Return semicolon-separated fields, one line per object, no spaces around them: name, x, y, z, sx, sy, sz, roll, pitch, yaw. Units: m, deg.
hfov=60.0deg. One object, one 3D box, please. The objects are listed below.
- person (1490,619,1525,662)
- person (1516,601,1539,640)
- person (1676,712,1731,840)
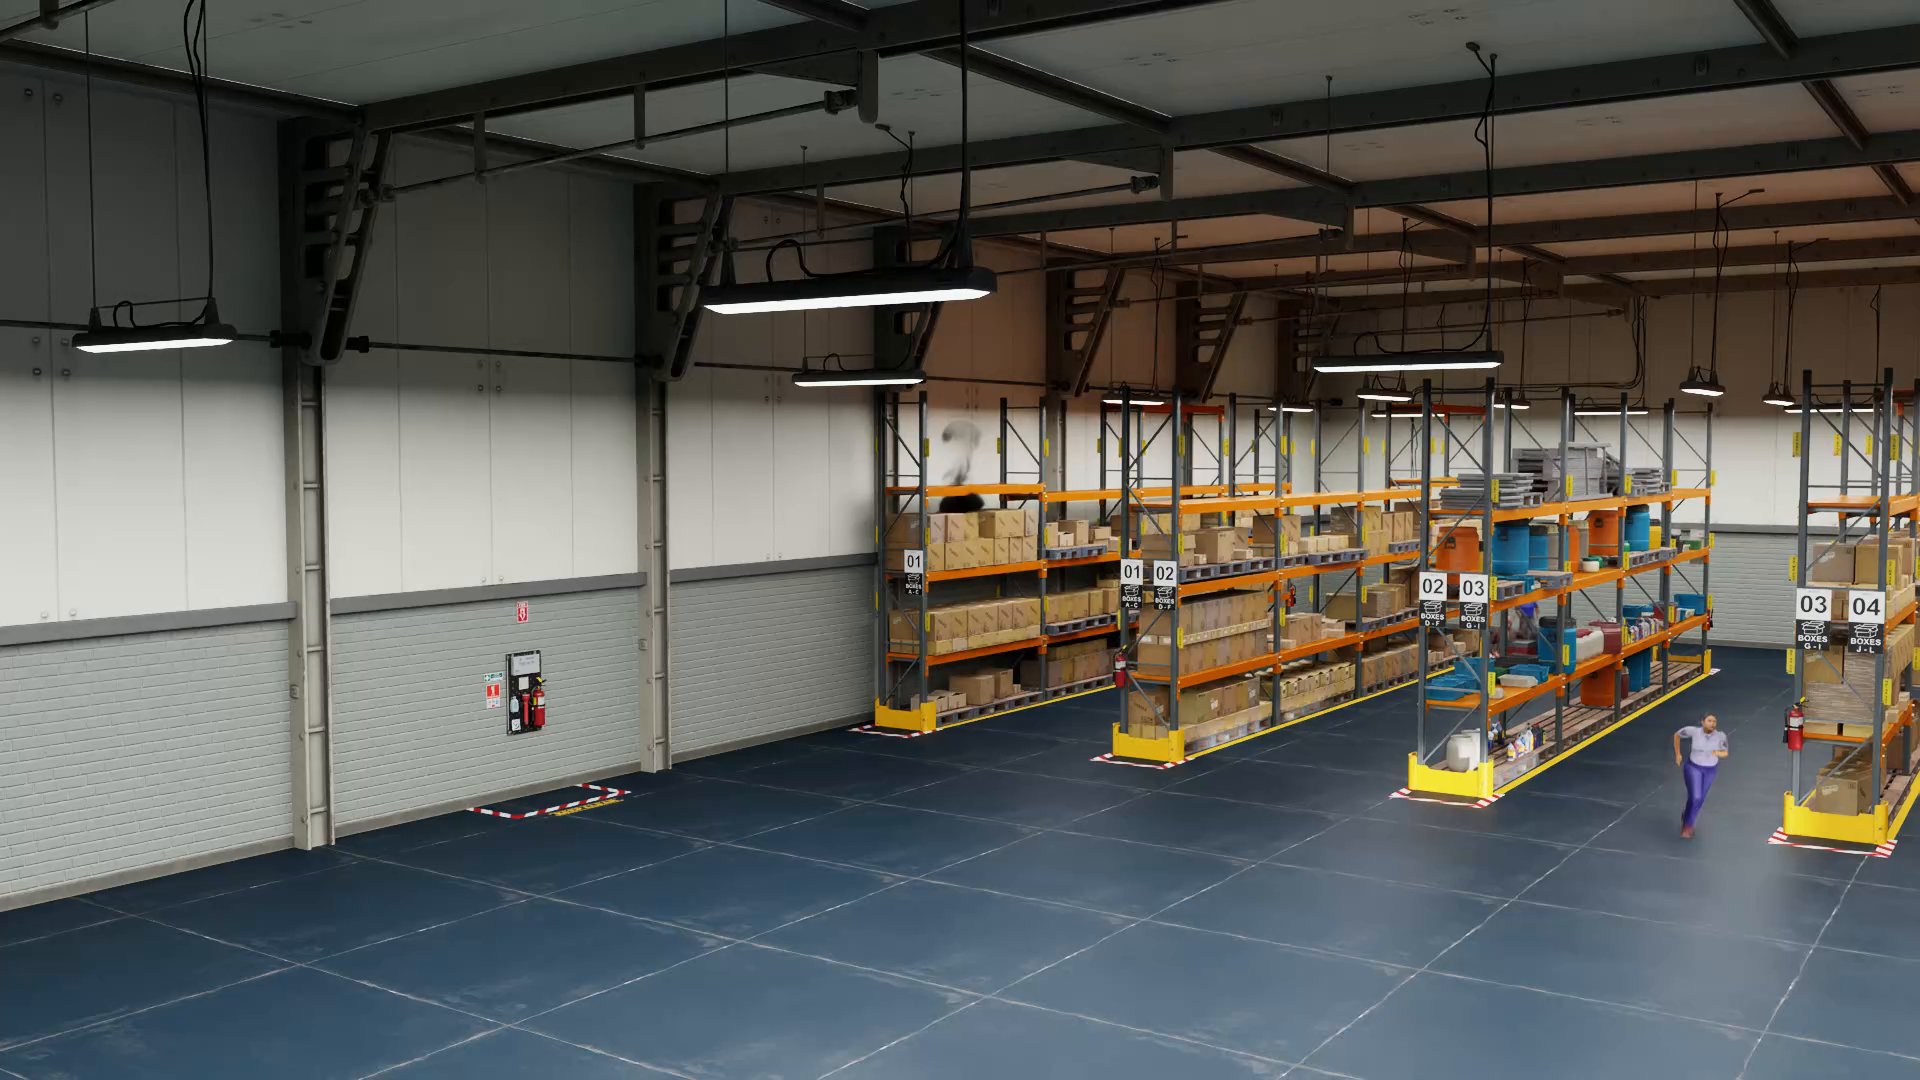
person;10.440;2.367;31.783;0.736;1.769;1.001;2;4;32
person;13.687;1.968;40.046;0.590;1.648;0.642;0;3;5
person;9.571;3.039;21.448;0.597;1.709;0.789;0;3;3
